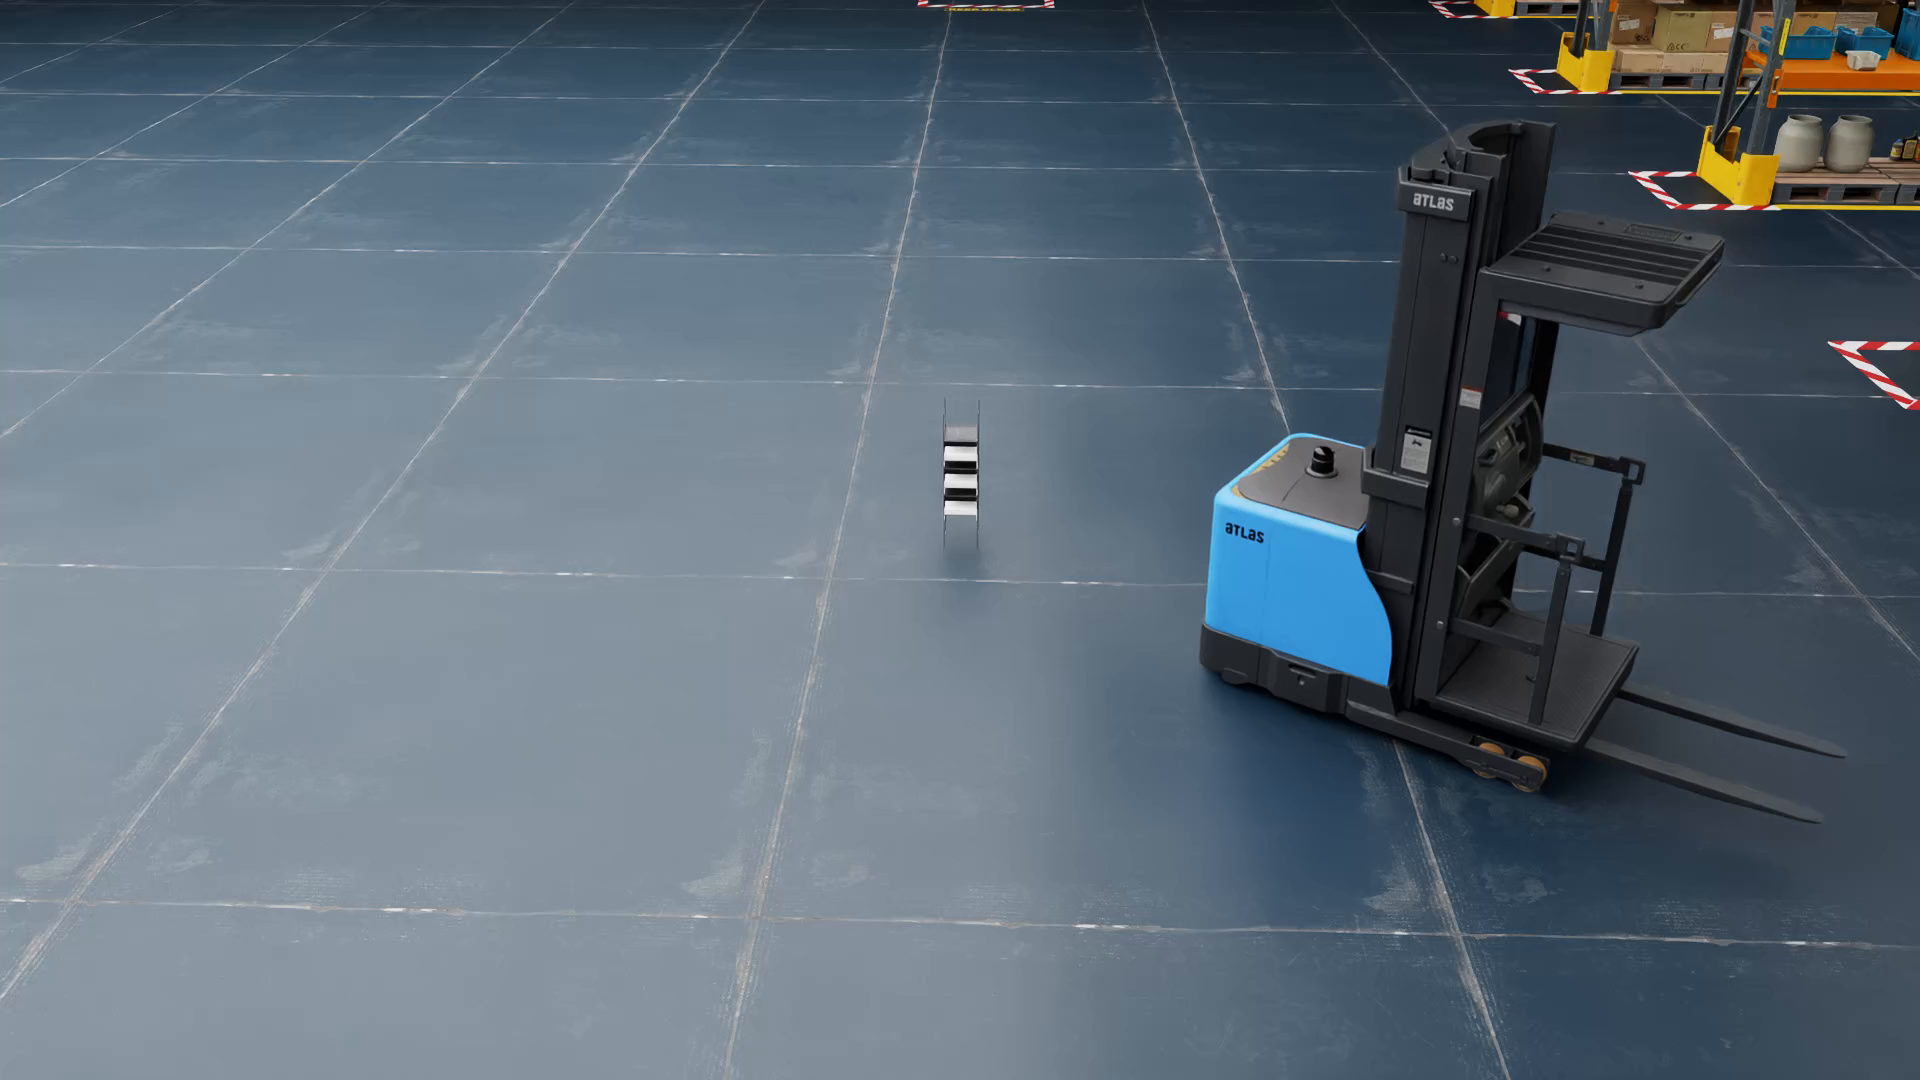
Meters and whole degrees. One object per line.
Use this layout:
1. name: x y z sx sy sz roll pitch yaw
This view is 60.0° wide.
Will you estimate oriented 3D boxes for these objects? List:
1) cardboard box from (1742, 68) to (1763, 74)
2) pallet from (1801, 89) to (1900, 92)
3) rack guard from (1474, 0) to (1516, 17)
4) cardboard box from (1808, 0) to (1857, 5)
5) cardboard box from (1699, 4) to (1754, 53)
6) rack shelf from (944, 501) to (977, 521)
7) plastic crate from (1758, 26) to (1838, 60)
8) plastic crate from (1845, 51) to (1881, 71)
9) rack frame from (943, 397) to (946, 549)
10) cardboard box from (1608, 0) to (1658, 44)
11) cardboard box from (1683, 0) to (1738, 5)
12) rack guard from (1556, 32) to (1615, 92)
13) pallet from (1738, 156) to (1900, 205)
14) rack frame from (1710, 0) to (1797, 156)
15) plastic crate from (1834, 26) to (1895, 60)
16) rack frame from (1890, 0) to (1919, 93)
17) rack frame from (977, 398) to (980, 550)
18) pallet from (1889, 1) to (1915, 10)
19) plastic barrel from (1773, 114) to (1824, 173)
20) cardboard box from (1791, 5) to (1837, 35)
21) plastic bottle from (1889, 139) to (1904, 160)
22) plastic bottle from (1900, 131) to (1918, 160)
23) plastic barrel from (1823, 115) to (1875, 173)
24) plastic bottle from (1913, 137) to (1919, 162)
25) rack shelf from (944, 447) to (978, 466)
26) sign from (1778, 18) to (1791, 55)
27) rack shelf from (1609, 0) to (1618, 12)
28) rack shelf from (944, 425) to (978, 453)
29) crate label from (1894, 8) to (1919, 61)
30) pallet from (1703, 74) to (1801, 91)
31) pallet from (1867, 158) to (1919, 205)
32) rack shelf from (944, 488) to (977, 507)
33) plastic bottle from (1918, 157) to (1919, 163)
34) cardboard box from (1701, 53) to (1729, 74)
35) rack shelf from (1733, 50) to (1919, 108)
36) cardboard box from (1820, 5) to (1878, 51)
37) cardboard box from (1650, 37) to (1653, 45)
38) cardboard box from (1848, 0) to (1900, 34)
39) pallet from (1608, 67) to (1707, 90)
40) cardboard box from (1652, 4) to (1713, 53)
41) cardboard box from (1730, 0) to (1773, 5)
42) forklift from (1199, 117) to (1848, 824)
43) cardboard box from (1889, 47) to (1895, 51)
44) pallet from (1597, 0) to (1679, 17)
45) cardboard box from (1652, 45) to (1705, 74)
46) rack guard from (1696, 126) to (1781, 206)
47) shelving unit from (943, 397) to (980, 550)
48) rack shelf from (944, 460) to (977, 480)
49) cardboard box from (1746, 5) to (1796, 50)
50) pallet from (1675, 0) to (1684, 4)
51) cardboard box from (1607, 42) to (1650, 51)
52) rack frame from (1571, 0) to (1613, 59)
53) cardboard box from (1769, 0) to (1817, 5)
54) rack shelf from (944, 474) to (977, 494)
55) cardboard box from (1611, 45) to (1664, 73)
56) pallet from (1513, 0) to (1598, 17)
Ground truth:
1. cardboard box: 10.032 -6.050 20.948 0.500 0.250 0.500 1 28 2
2. pallet: 11.209 -5.953 21.254 1.213 0.211 1.003 1 28 2
3. rack guard: 8.252 -8.431 25.621 0.348 0.500 1.175 1 28 2
4. cardboard box: 11.050 -6.613 21.208 0.500 0.500 0.500 1 28 2
5. cardboard box: 9.533 -6.397 20.802 0.500 0.500 0.500 1 28 2
6. rack shelf: 0.008 -0.209 10.139 0.200 0.077 0.258 1 28 2
7. plastic crate: 8.337 -4.966 16.573 0.616 0.251 0.499 1 28 2
8. plastic crate: 8.710 -4.618 16.040 0.250 0.136 0.298 1 28 2
9. rack frame: -0.093 -0.399 10.042 0.006 0.900 0.240 1 28 2
10. cardboard box: 8.552 -6.650 21.280 0.500 0.500 0.500 1 28 2
11. cardboard box: 9.552 -6.641 21.261 0.500 0.500 0.500 1 28 2
12. rack guard: 7.981 -6.114 21.250 0.348 0.500 1.175 1 28 2
13. pallet: 8.716 -3.672 16.952 1.213 0.211 1.003 1 28 2
14. rack frame: 7.827 -4.900 16.290 0.127 3.000 1.000 1 28 2
15. plastic crate: 8.986 -4.952 16.548 0.408 0.251 0.499 1 28 2
16. rack frame: 12.003 -7.152 20.539 0.127 3.000 1.000 1 28 2
17. rack frame: 0.110 -0.396 10.036 0.006 0.900 0.240 1 28 2
18. pallet: 14.174 -8.208 25.508 1.213 0.211 1.003 1 28 2
19. plastic barrel: 8.487 -4.011 16.821 0.421 0.512 0.421 0 28 0
20. cardboard box: 10.532 -6.379 20.768 0.500 0.500 0.500 1 28 2
21. plastic bottle: 9.678 -4.032 17.172 0.097 0.201 0.097 0 28 0
22. plastic bottle: 9.795 -4.075 17.165 0.133 0.283 0.061 2 28 3
23. plastic barrel: 8.988 -4.002 16.806 0.421 0.512 0.421 0 28 0
24. plastic bottle: 9.928 -4.048 17.123 0.135 0.276 0.152 1 28 2
25. rack shelf: 0.008 -0.527 9.970 0.200 0.077 0.258 1 28 2
26. sign: 7.803 -4.764 15.740 0.005 0.325 0.100 1 28 2
27. rack shelf: 10.004 -6.867 20.770 4.000 0.370 1.077 1 28 2
28. rack shelf: 0.008 -0.607 9.928 0.200 0.077 0.258 1 28 2
29. crate label: 9.676 -5.011 16.463 0.616 0.435 0.502 1 28 2
30. pallet: 9.987 -5.972 21.289 1.213 0.211 1.003 1 28 2
31. pallet: 9.932 -3.651 16.912 1.213 0.211 1.003 1 28 2
32. rack shelf: 0.008 -0.288 10.097 0.200 0.077 0.258 1 28 2
33. plastic bottle: 9.925 -4.002 17.027 0.133 0.283 0.061 1 28 2
34. cardboard box: 9.533 -6.061 20.968 0.500 0.250 0.500 1 28 2
35. rack shelf: 9.825 -4.549 16.396 4.000 0.370 1.077 1 28 2
36. cardboard box: 11.032 -6.373 20.756 0.500 0.500 0.500 1 28 2
37. cardboard box: 9.052 -6.315 21.448 0.500 0.250 0.500 1 28 2
38. cardboard box: 11.550 -6.608 21.200 0.500 0.500 0.500 1 28 2
39. pallet: 8.771 -5.993 21.330 1.213 0.211 1.003 1 28 2
40. cardboard box: 9.033 -6.400 20.807 0.500 0.500 0.500 1 28 2
41. cardboard box: 10.051 -6.632 21.245 0.500 0.500 0.500 1 28 2
42. forklift: 2.777 -0.372 7.822 3.031 2.935 1.130 18 33 30
43. cardboard box: 11.532 -6.028 20.906 0.500 0.250 0.500 1 28 2
44. pallet: 10.279 -8.252 25.591 1.213 0.211 1.003 1 28 2
45. cardboard box: 9.033 -6.069 20.984 0.500 0.250 0.500 1 28 2
46. rack guard: 7.904 -3.816 16.915 0.348 0.500 1.175 1 28 2
47. shelving unit: 0.008 -0.397 10.039 0.210 0.900 0.258 1 28 2
48. rack shelf: 0.008 -0.448 10.012 0.200 0.077 0.258 1 28 2
49. cardboard box: 10.032 -6.381 20.771 0.500 0.500 0.500 1 28 2
50. pallet: 11.501 -8.233 25.556 1.213 0.211 1.003 1 28 2
51. cardboard box: 8.552 -6.318 21.453 0.500 0.250 0.500 1 28 2
52. rack frame: 8.005 -7.218 20.664 0.127 3.000 1.000 1 28 2
53. cardboard box: 10.551 -6.625 21.231 0.500 0.500 0.500 1 28 2
54. rack shelf: 0.008 -0.368 10.055 0.200 0.077 0.258 1 28 2
55. cardboard box: 8.533 -6.076 20.996 0.500 0.250 0.500 1 28 2
56. pallet: 9.063 -8.273 25.632 1.213 0.211 1.003 1 28 2
